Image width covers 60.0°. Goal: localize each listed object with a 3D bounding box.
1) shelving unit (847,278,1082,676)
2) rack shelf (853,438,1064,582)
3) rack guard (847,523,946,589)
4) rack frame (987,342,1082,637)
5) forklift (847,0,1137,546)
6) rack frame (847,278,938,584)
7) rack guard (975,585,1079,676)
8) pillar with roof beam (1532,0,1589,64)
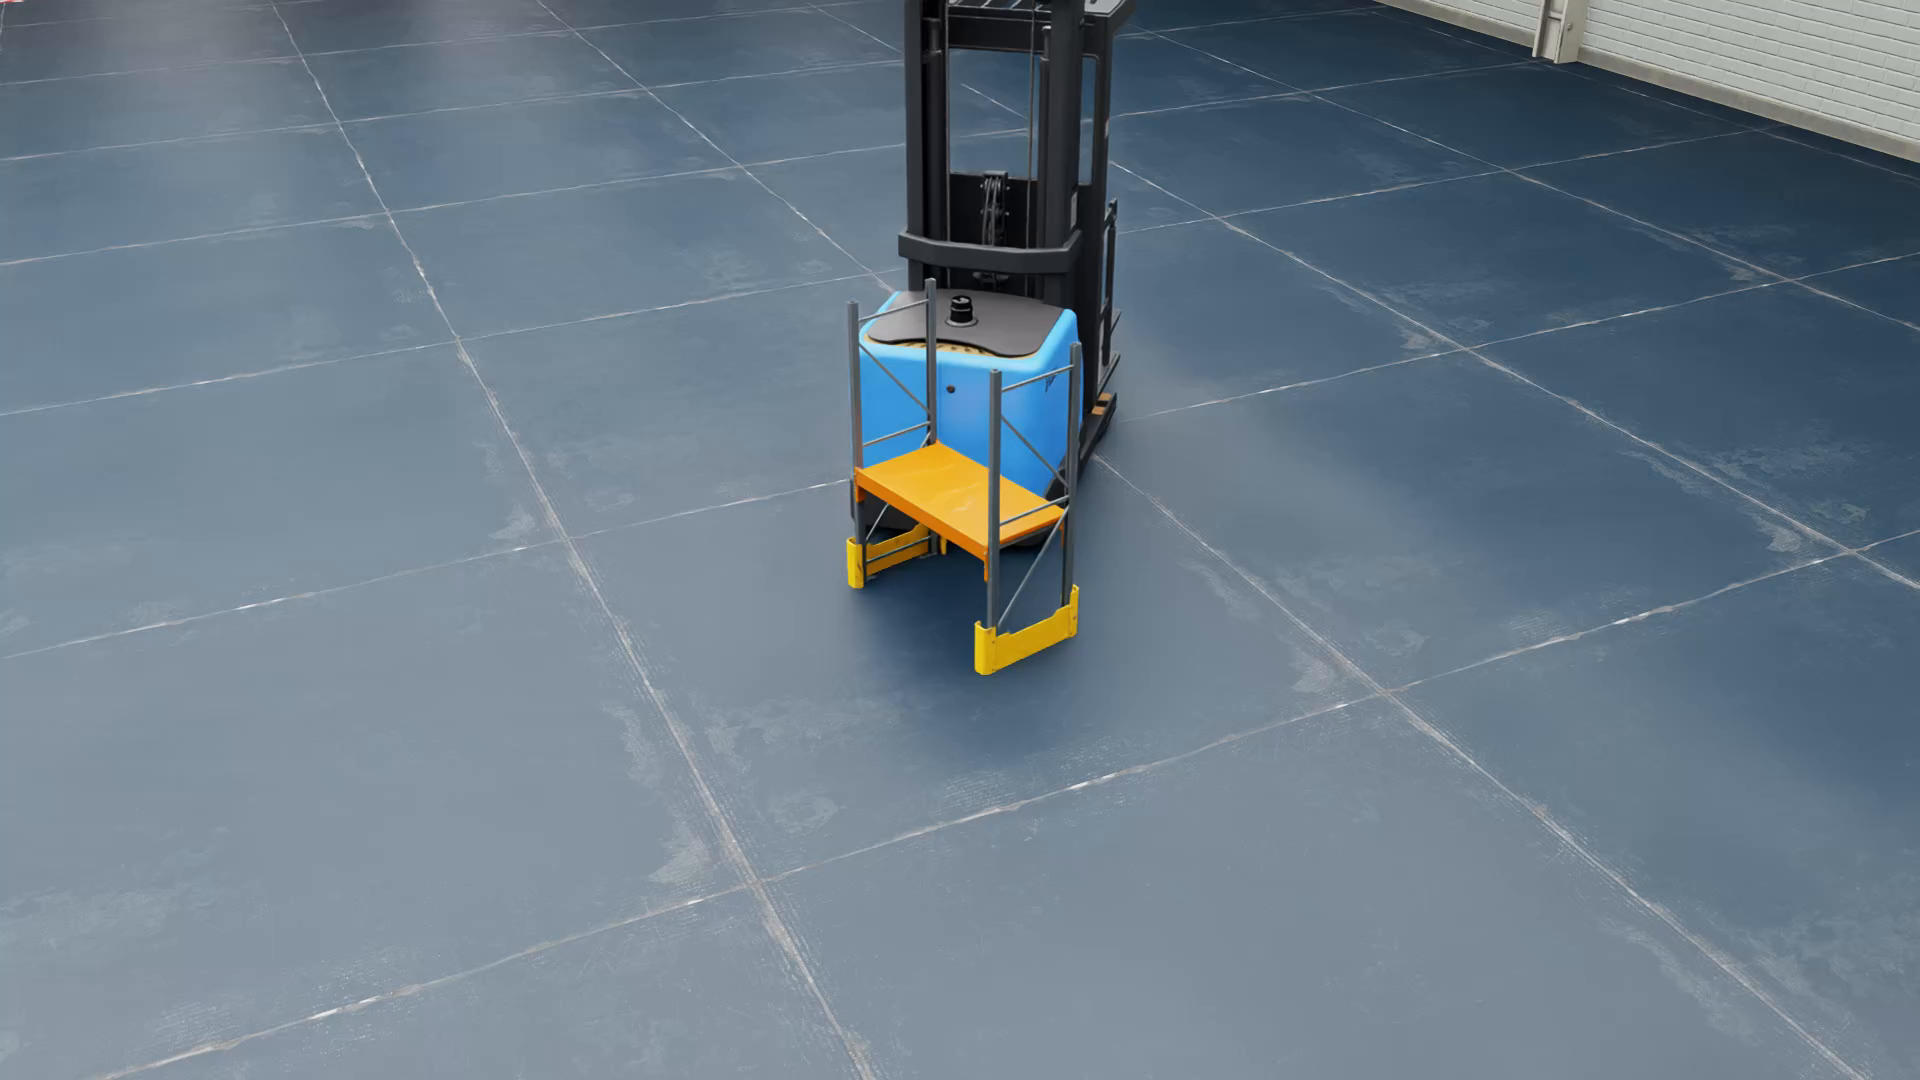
[{"bbox_3d":[-0.001,-0.321,7.789,0.587,1.500,1.083,-22,36,-33],"label":"shelving unit"},{"bbox_3d":[0.004,-0.161,7.871,0.538,0.185,1.000,-22,36,-33],"label":"rack shelf"},{"bbox_3d":[-0.316,0.035,8.431,0.587,0.250,0.087,-22,36,-33],"label":"rack guard"},{"bbox_3d":[0.326,-0.125,7.439,0.500,1.500,0.032,-22,36,-33],"label":"rack frame"},{"bbox_3d":[0.318,-1.953,9.236,1.130,2.935,3.031,8,30,14],"label":"forklift"},{"bbox_3d":[-0.317,-0.510,8.127,0.500,1.500,0.032,-22,36,-33],"label":"rack frame"},{"bbox_3d":[0.313,0.413,7.758,0.587,0.250,0.087,-22,36,-33],"label":"rack guard"},{"bbox_3d":[2.590,-8.264,14.287,9.100,9.000,0.400,-13,32,-22],"label":"pillar with roof beam"}]
